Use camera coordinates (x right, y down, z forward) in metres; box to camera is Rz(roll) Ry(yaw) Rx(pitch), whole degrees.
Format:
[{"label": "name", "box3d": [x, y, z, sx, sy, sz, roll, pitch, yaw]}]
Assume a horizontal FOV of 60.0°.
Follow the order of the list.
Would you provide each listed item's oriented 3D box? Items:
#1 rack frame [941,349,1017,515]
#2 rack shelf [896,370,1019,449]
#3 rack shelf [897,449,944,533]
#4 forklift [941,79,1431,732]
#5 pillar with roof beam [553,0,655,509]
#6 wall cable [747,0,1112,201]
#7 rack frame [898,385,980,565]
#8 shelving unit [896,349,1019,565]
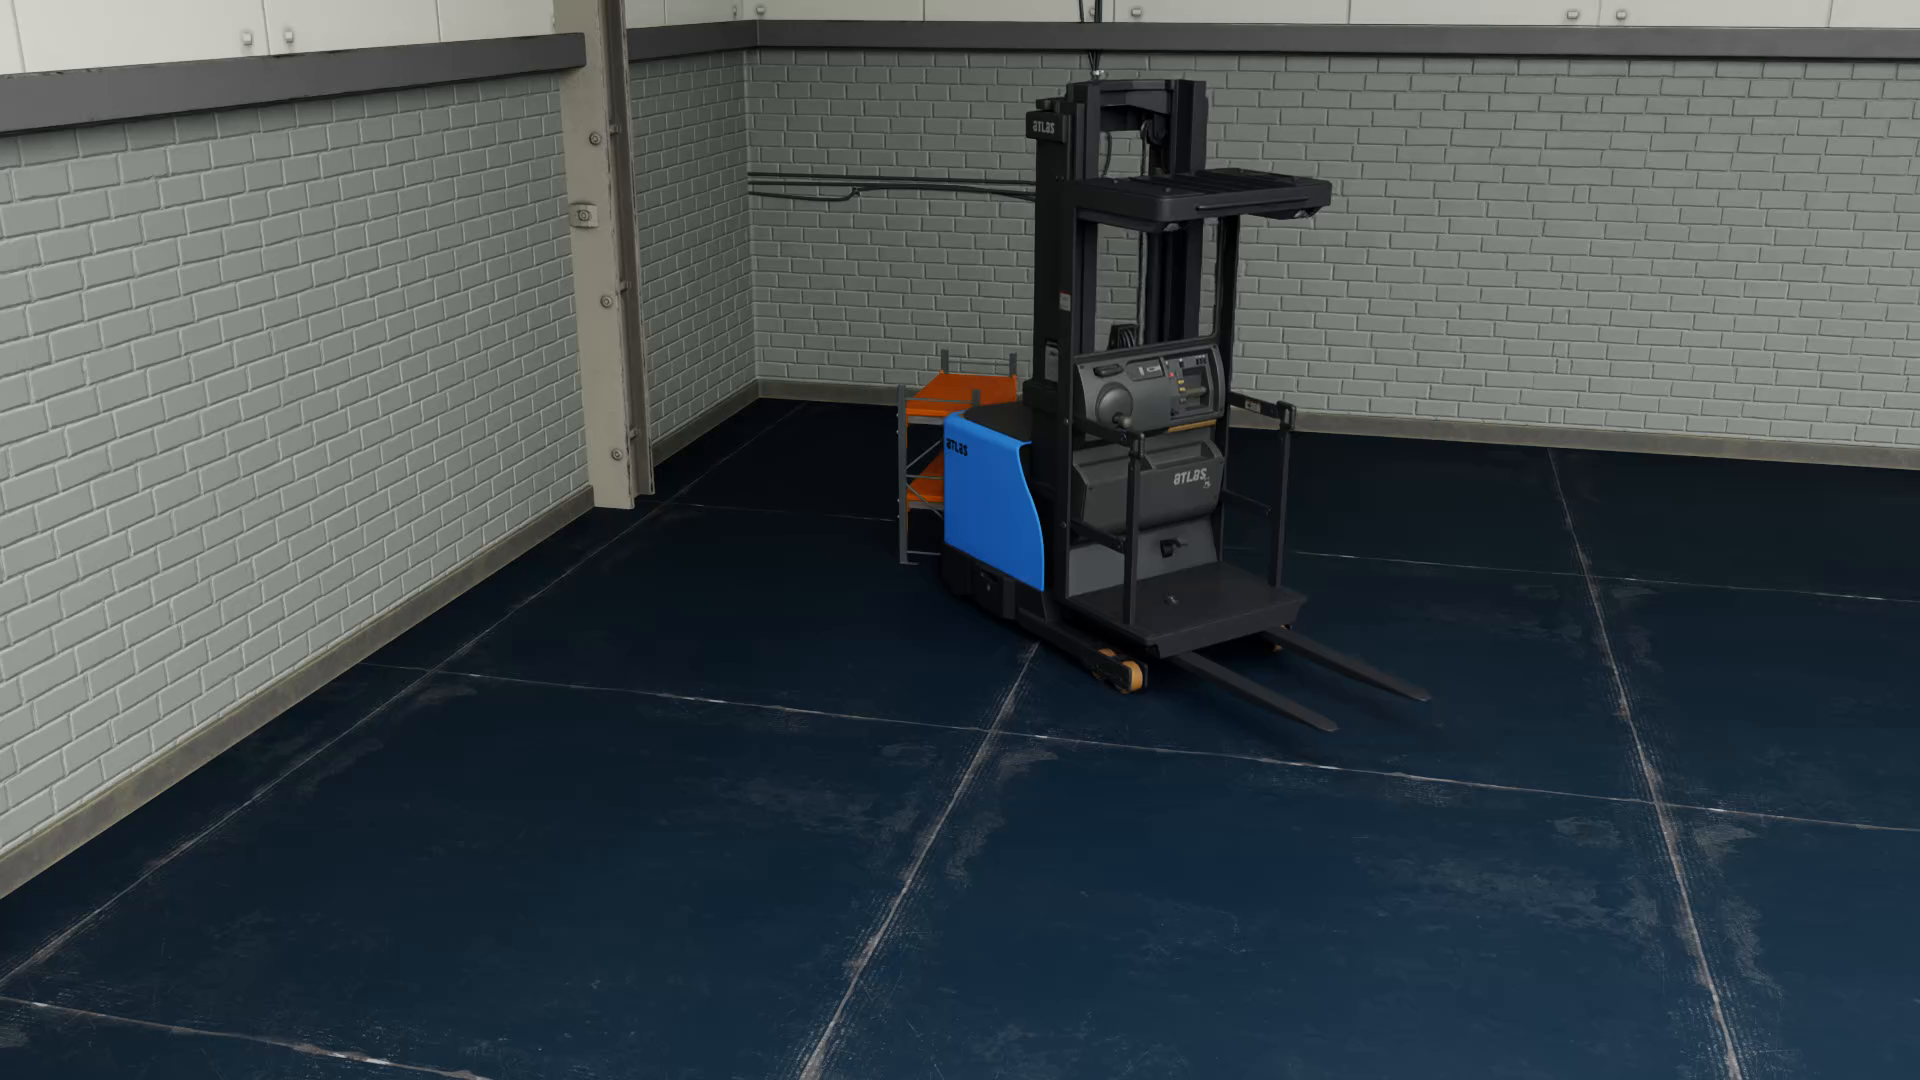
[{"label": "rack frame", "box3d": [0.123, -0.690, 10.966, 0.500, 1.125, 0.032, 5, 19, 13]}, {"label": "rack shelf", "box3d": [-0.002, -0.807, 10.405, 0.538, 0.278, 1.000, 5, 19, 13]}, {"label": "rack shelf", "box3d": [-0.002, -0.299, 10.579, 0.538, 0.278, 1.000, 5, 19, 13]}, {"label": "forklift", "box3d": [1.114, -0.784, 8.449, 1.130, 2.935, 3.031, -12, 22, -31]}, {"label": "pillar with roof beam", "box3d": [1.841, -4.201, 9.065, 9.100, 9.000, 0.400, 5, 19, 13]}, {"label": "wall cable", "box3d": [-0.332, -3.891, 12.960, 3.097, 2.526, 0.112, 5, 19, 13]}, {"label": "rack frame", "box3d": [-0.126, -0.371, 10.033, 0.500, 1.125, 0.032, 5, 19, 13]}, {"label": "shelving unit", "box3d": [-0.002, -0.530, 10.500, 0.538, 1.125, 1.048, 5, 19, 13]}]
